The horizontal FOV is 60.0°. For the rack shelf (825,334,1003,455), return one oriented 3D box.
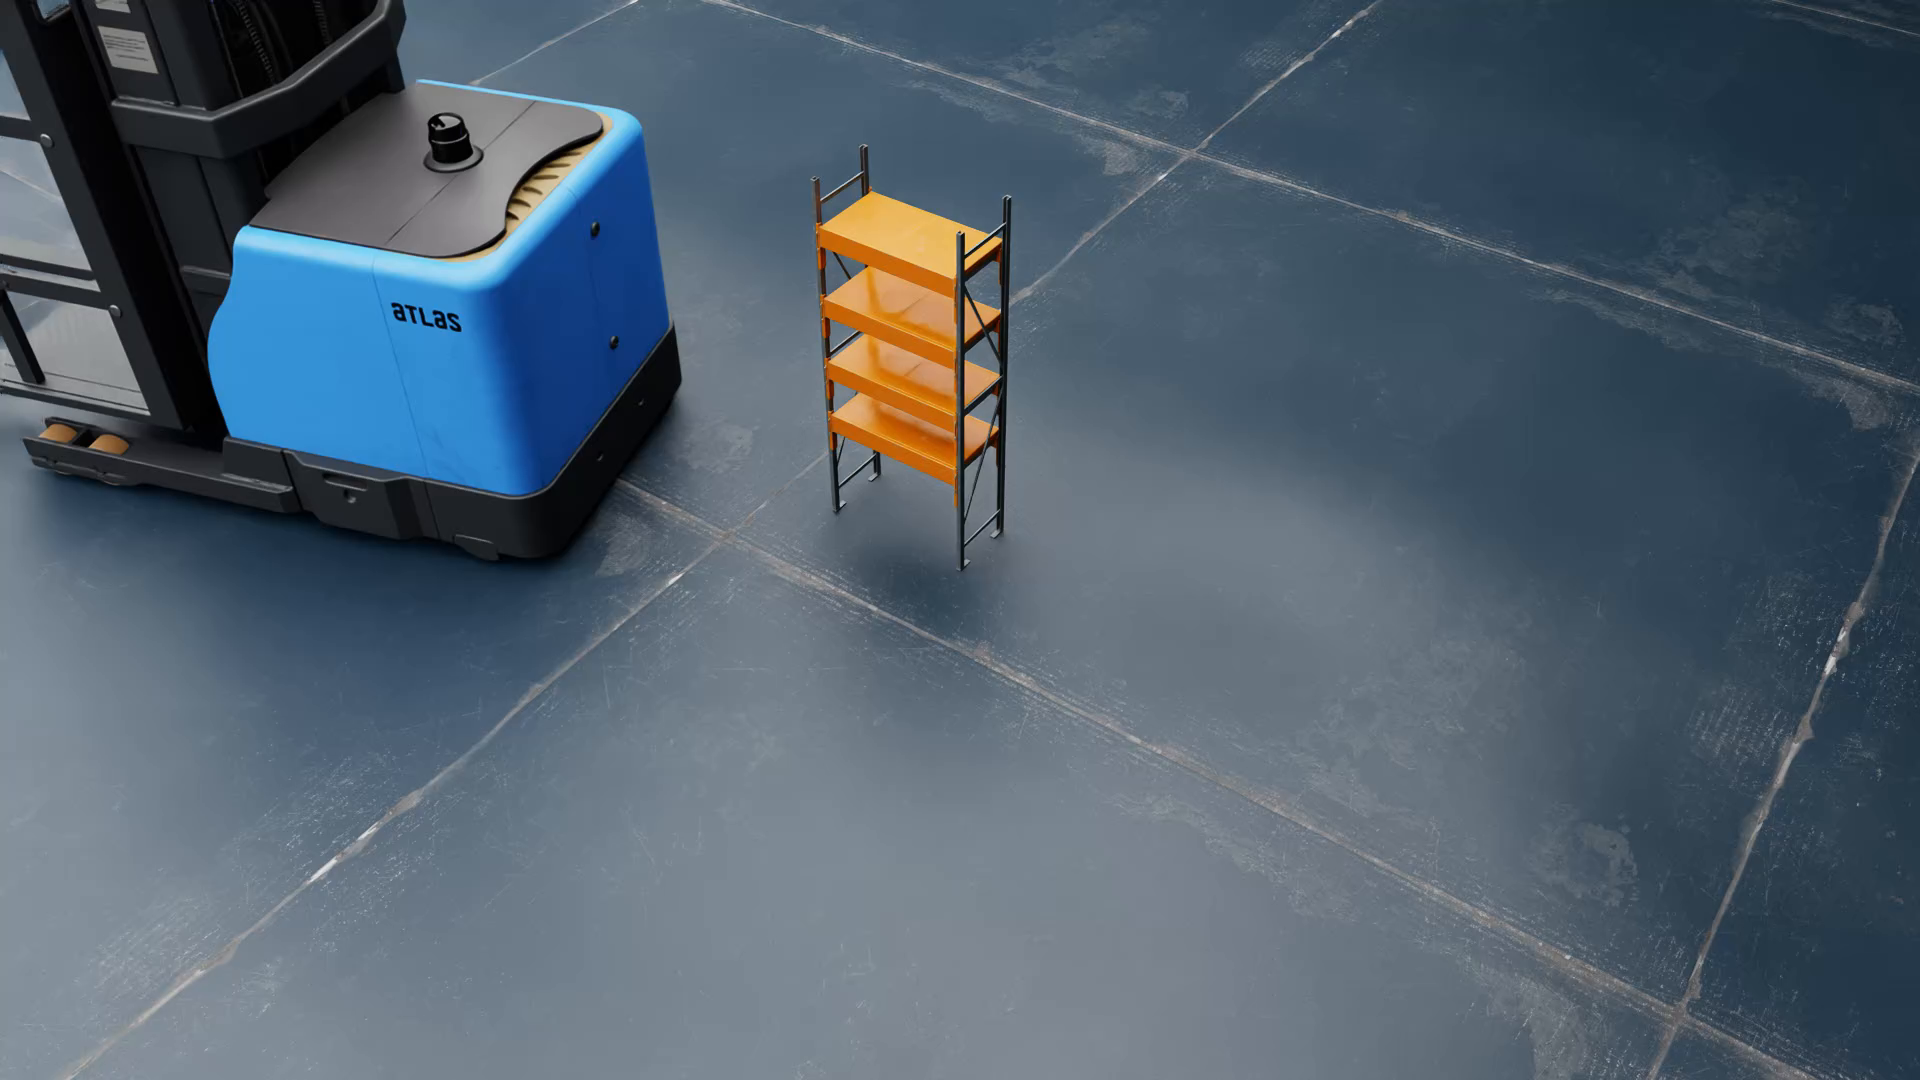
[{"bbox_3d":[-0.136,-0.460,4.966,0.480,0.148,0.258,25,48,25],"label":"rack shelf"}]

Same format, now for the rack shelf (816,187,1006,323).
[{"bbox_3d":[-0.136,-0.803,4.659,0.480,0.148,0.258,25,48,25],"label":"rack shelf"}]

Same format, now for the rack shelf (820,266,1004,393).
[{"bbox_3d":[-0.136,-0.627,4.816,0.480,0.148,0.258,25,48,25],"label":"rack shelf"}]

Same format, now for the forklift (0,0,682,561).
[{"bbox_3d":[-2.538,-1.594,4.833,3.031,2.935,1.130,12,43,13],"label":"forklift"}]

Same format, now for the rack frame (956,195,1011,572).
[{"bbox_3d":[0.064,-0.417,4.816,0.015,1.200,0.240,25,48,25],"label":"rack frame"}]

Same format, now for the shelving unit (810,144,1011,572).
[{"bbox_3d":[-0.136,-0.511,4.921,0.503,1.200,0.258,25,48,25],"label":"shelving unit"}]

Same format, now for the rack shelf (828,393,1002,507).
[{"bbox_3d":[-0.136,-0.312,5.098,0.480,0.148,0.258,25,48,25],"label":"rack shelf"}]

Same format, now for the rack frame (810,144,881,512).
[{"bbox_3d":[-0.335,-0.604,5.025,0.015,1.200,0.240,25,48,25],"label":"rack frame"}]
